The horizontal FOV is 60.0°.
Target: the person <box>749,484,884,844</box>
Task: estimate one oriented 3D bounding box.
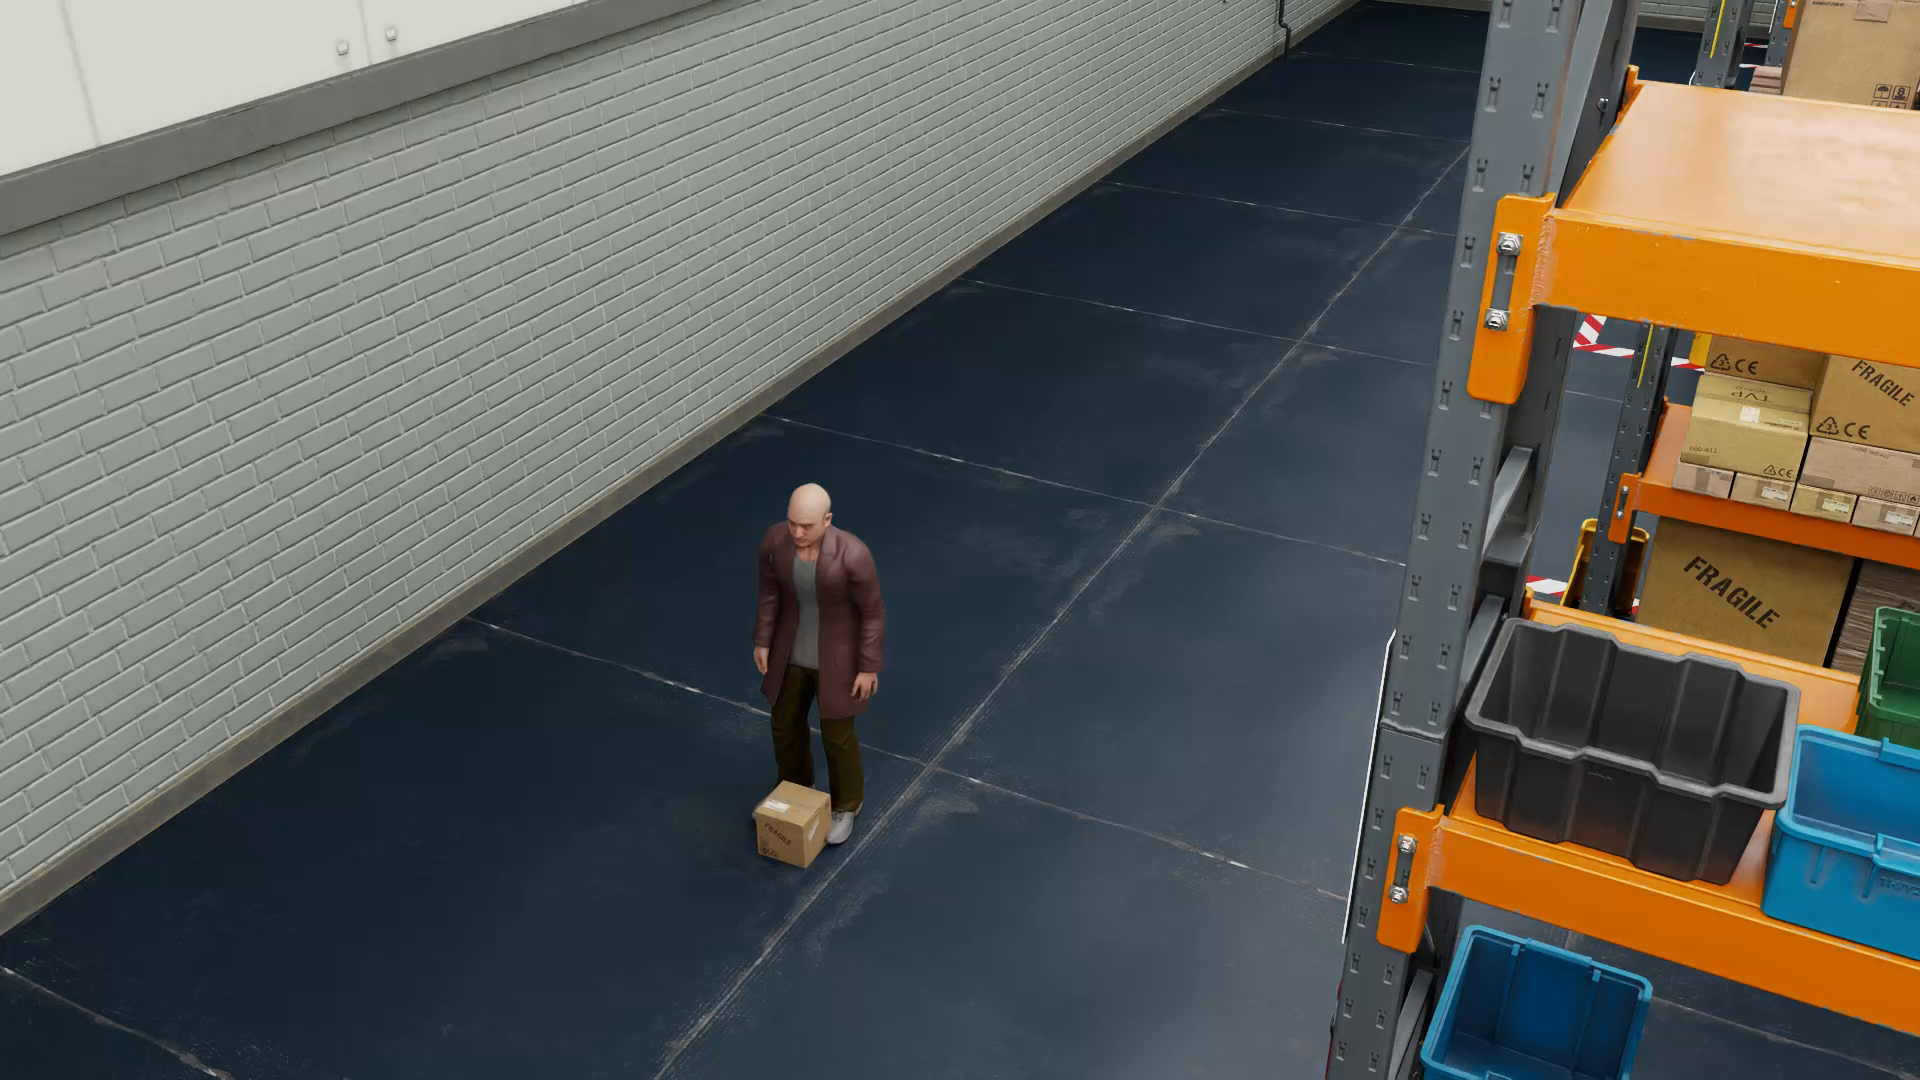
[{"bbox_3d":[-0.640,0.523,7.394,0.654,1.774,0.415,13,32,22],"label":"person"}]
